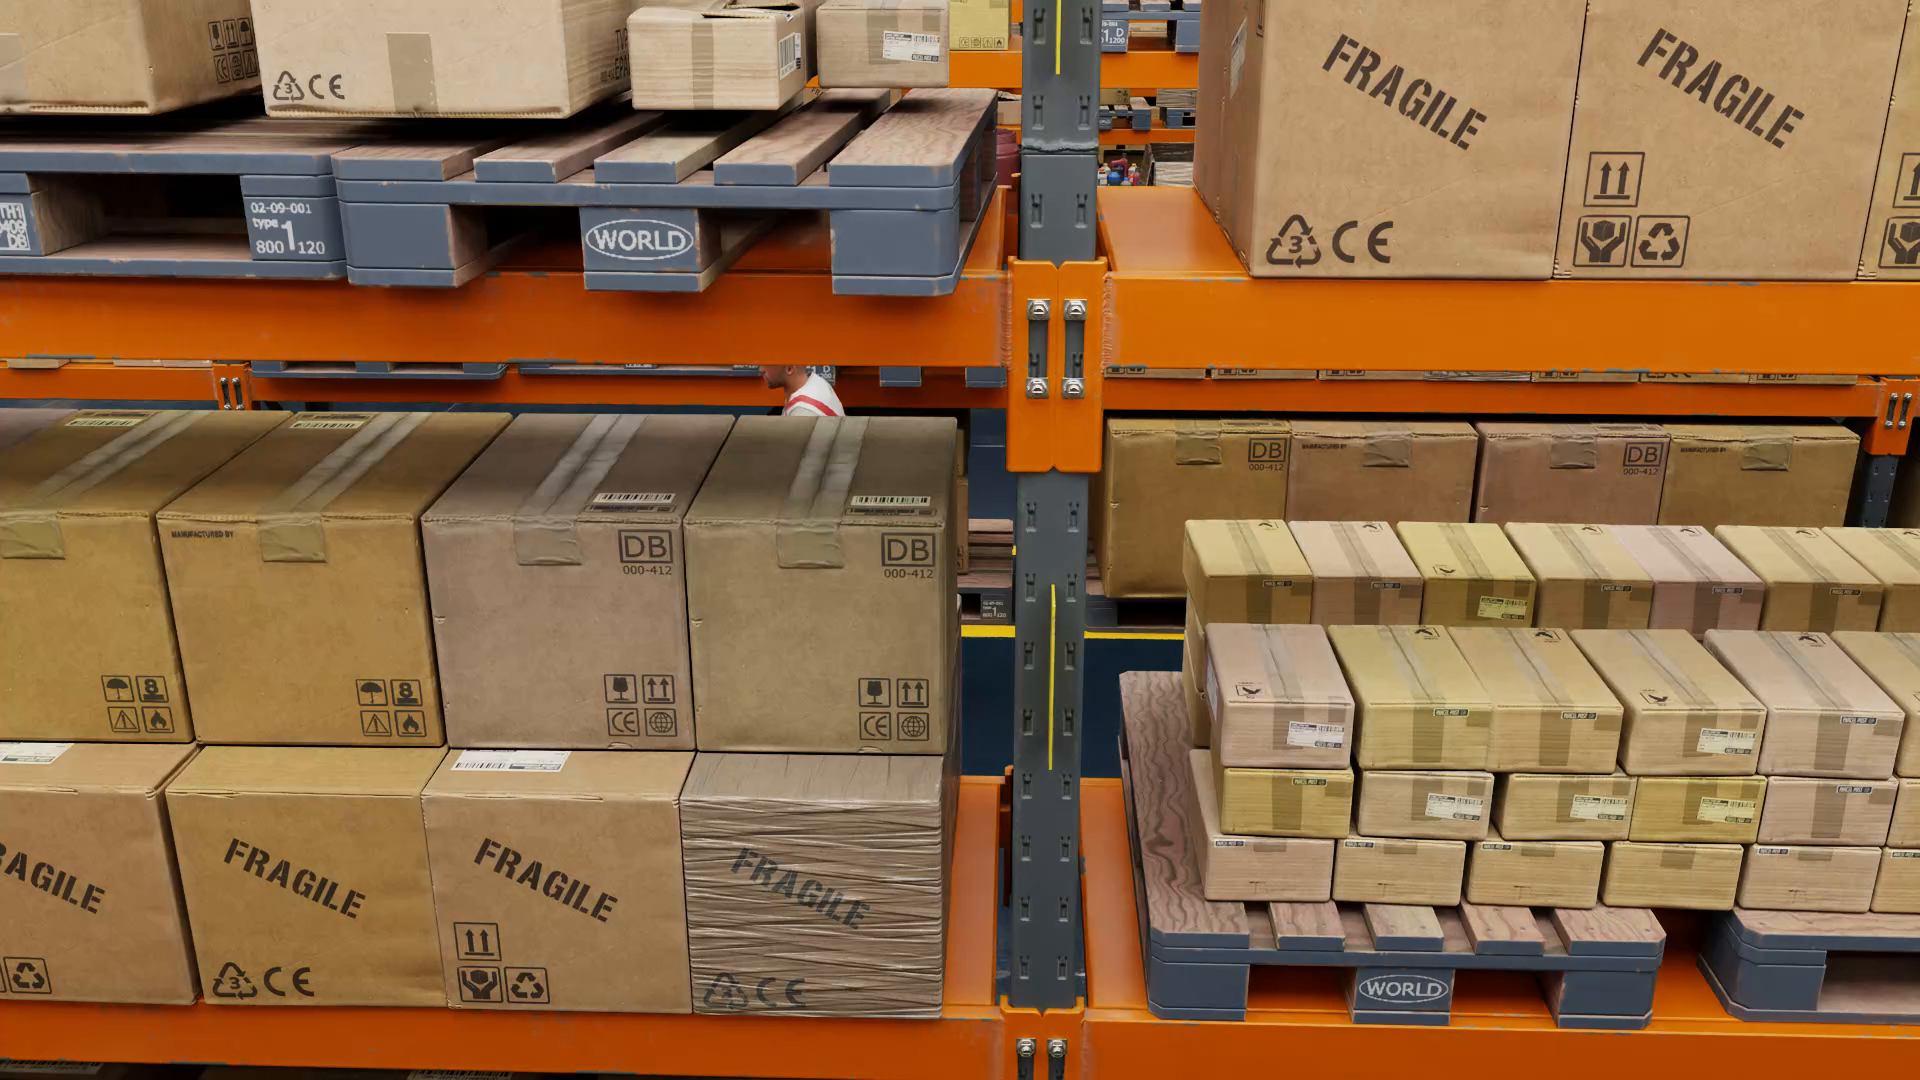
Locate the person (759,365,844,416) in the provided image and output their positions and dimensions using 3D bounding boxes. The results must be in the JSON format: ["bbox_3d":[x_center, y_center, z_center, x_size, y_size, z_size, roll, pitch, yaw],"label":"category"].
[{"bbox_3d":[-0.676,-0.083,7.278,0.446,1.780,0.620,0,21,-1],"label":"person"}]
